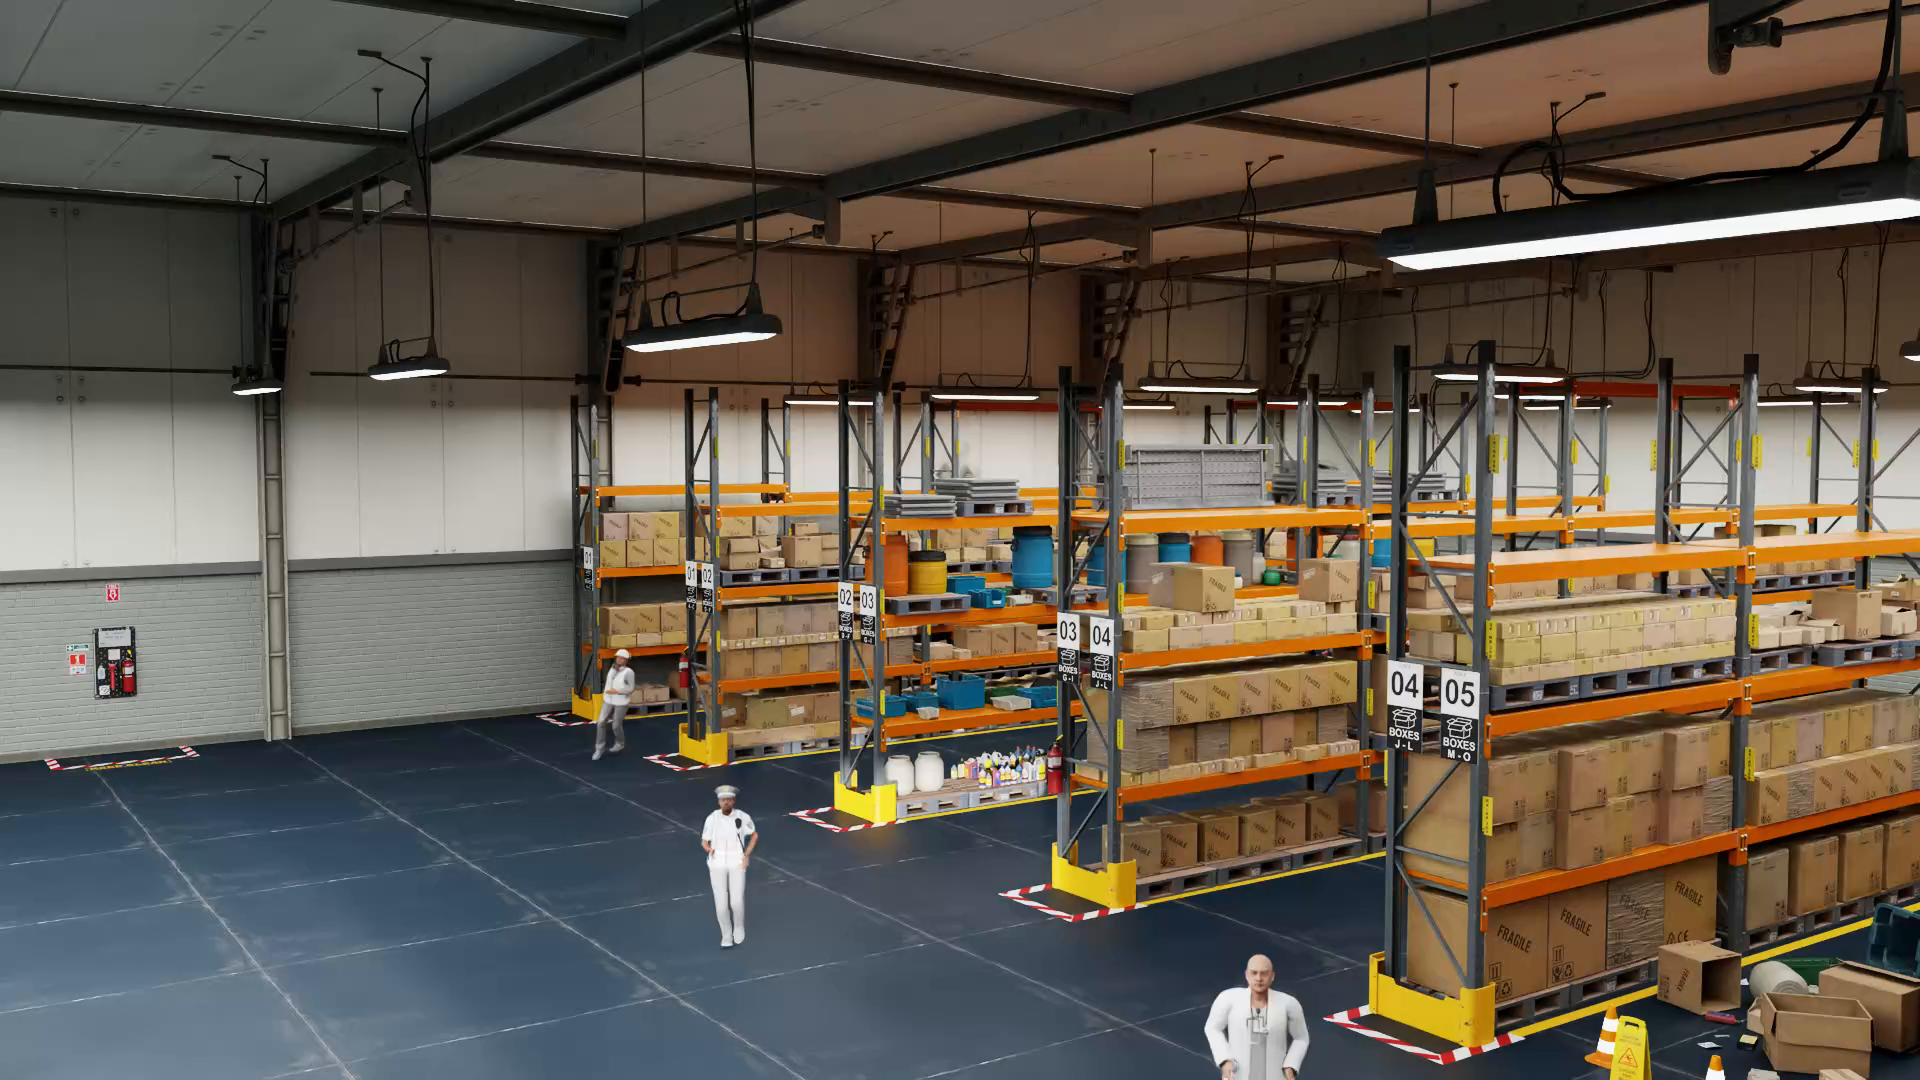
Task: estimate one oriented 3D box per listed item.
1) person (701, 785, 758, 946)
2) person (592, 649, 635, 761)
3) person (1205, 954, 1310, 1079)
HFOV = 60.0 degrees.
[{"bbox_3d":[-2.346,3.310,16.833,0.565,1.657,0.551,0,3,-2],"label":"person"},{"bbox_3d":[-5.576,2.653,27.017,0.649,1.765,0.824,1,4,18],"label":"person"},{"bbox_3d":[1.984,3.624,11.120,0.694,1.730,0.633,1,3,10],"label":"person"}]
